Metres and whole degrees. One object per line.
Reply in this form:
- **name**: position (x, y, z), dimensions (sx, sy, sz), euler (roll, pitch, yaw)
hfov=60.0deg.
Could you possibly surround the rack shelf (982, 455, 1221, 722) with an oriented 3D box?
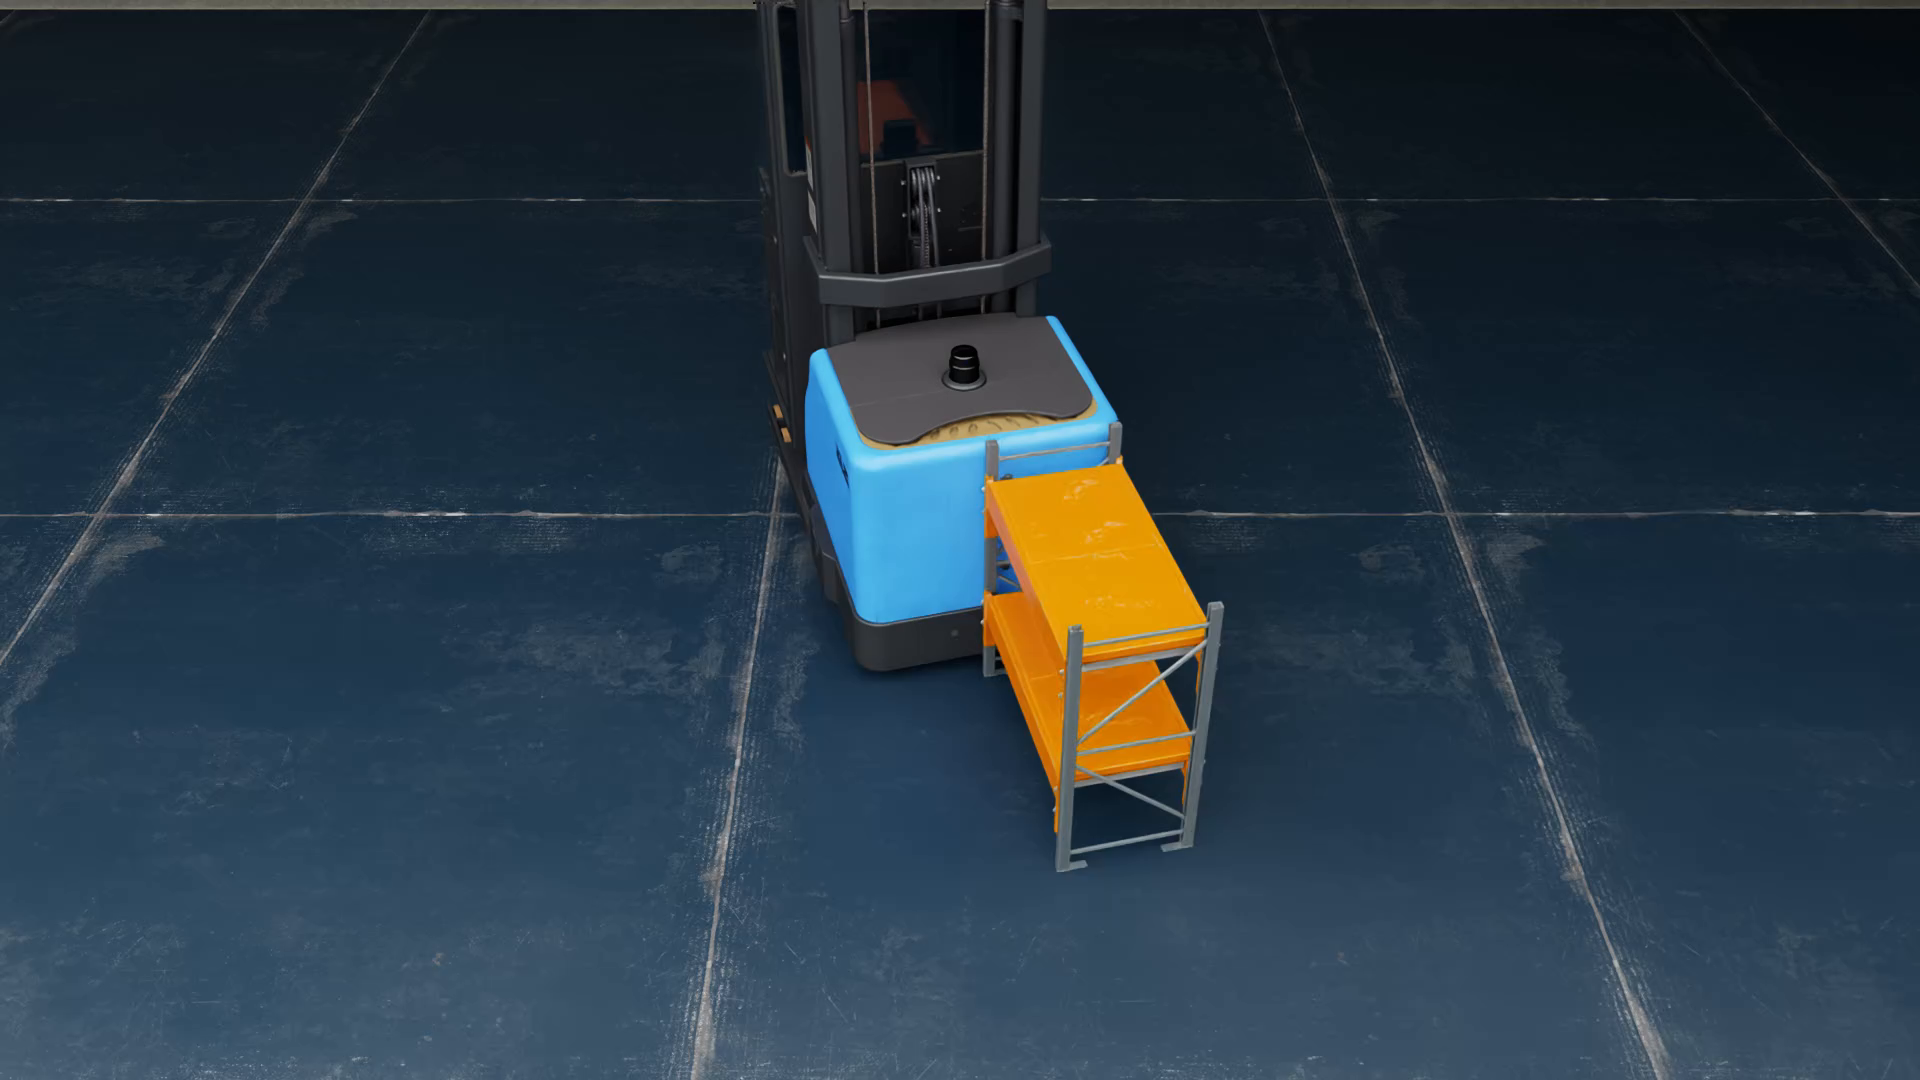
- **rack shelf**: position (0.458, 0.140, 5.708), dimensions (0.538, 0.278, 1.000), euler (-9, 40, -11)

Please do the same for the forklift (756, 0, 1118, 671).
- **forklift**: position (-0.281, -1.558, 6.850), dimensions (1.130, 2.935, 3.031), euler (-10, 40, -12)

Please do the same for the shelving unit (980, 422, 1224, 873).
- **shelving unit**: position (0.458, 0.368, 5.891), dimensions (0.538, 1.125, 1.048), euler (-9, 40, -11)

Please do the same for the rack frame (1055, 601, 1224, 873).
- **rack frame**: position (0.579, 0.677, 5.506), dimensions (0.500, 1.125, 0.032), euler (-9, 40, -11)

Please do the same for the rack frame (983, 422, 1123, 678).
- **rack frame**: position (0.337, 0.059, 6.277), dimensions (0.500, 1.125, 0.032), euler (-9, 40, -11)

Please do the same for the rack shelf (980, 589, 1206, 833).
- **rack shelf**: position (0.458, 0.559, 6.044), dimensions (0.538, 0.278, 1.000), euler (-9, 40, -11)
